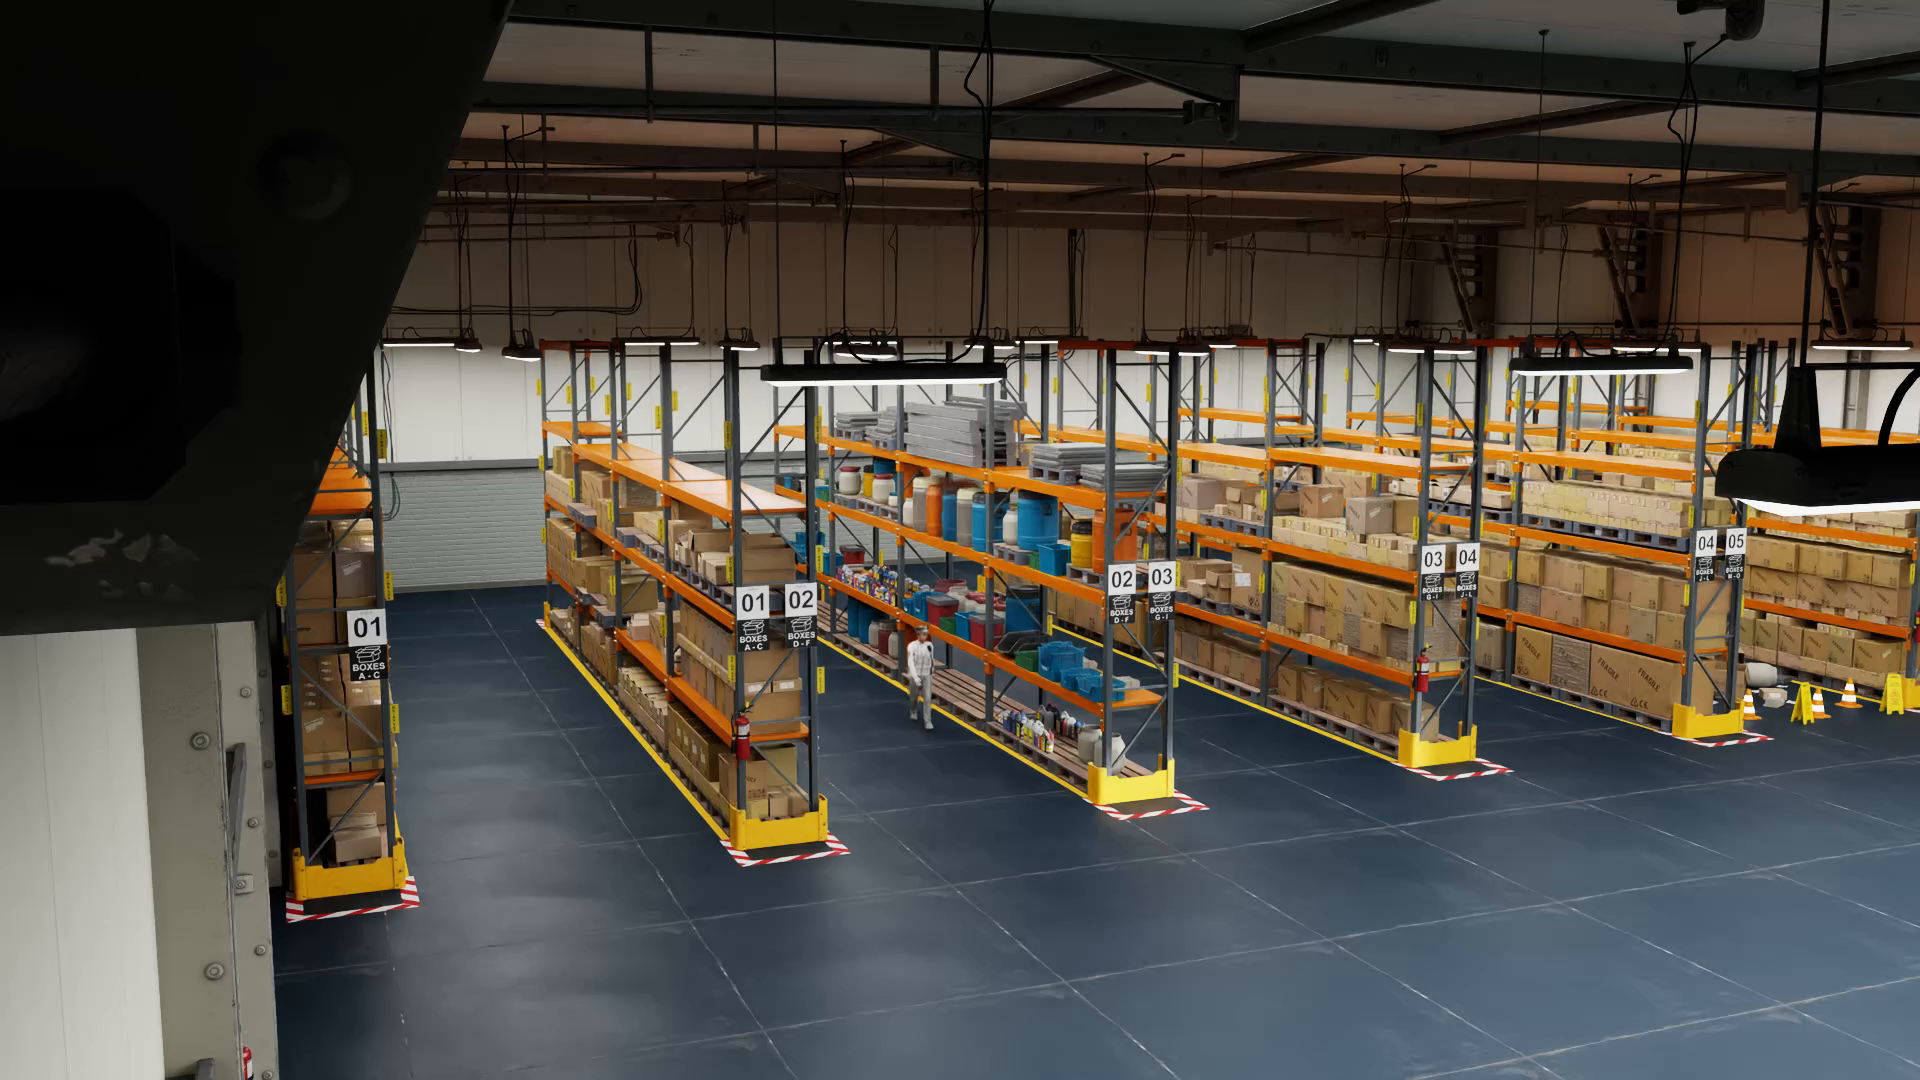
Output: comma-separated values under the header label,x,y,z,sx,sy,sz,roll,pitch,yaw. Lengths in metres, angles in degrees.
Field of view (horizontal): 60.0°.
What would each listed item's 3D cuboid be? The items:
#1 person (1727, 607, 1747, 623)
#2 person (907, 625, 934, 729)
label,x,y,z,sx,sy,sz,roll,pitch,yaw
person,15.989,1.043,34.037,0.547,1.780,0.542,-5,9,-35
person,-0.599,2.128,26.163,0.462,1.595,1.045,-2,8,-12
